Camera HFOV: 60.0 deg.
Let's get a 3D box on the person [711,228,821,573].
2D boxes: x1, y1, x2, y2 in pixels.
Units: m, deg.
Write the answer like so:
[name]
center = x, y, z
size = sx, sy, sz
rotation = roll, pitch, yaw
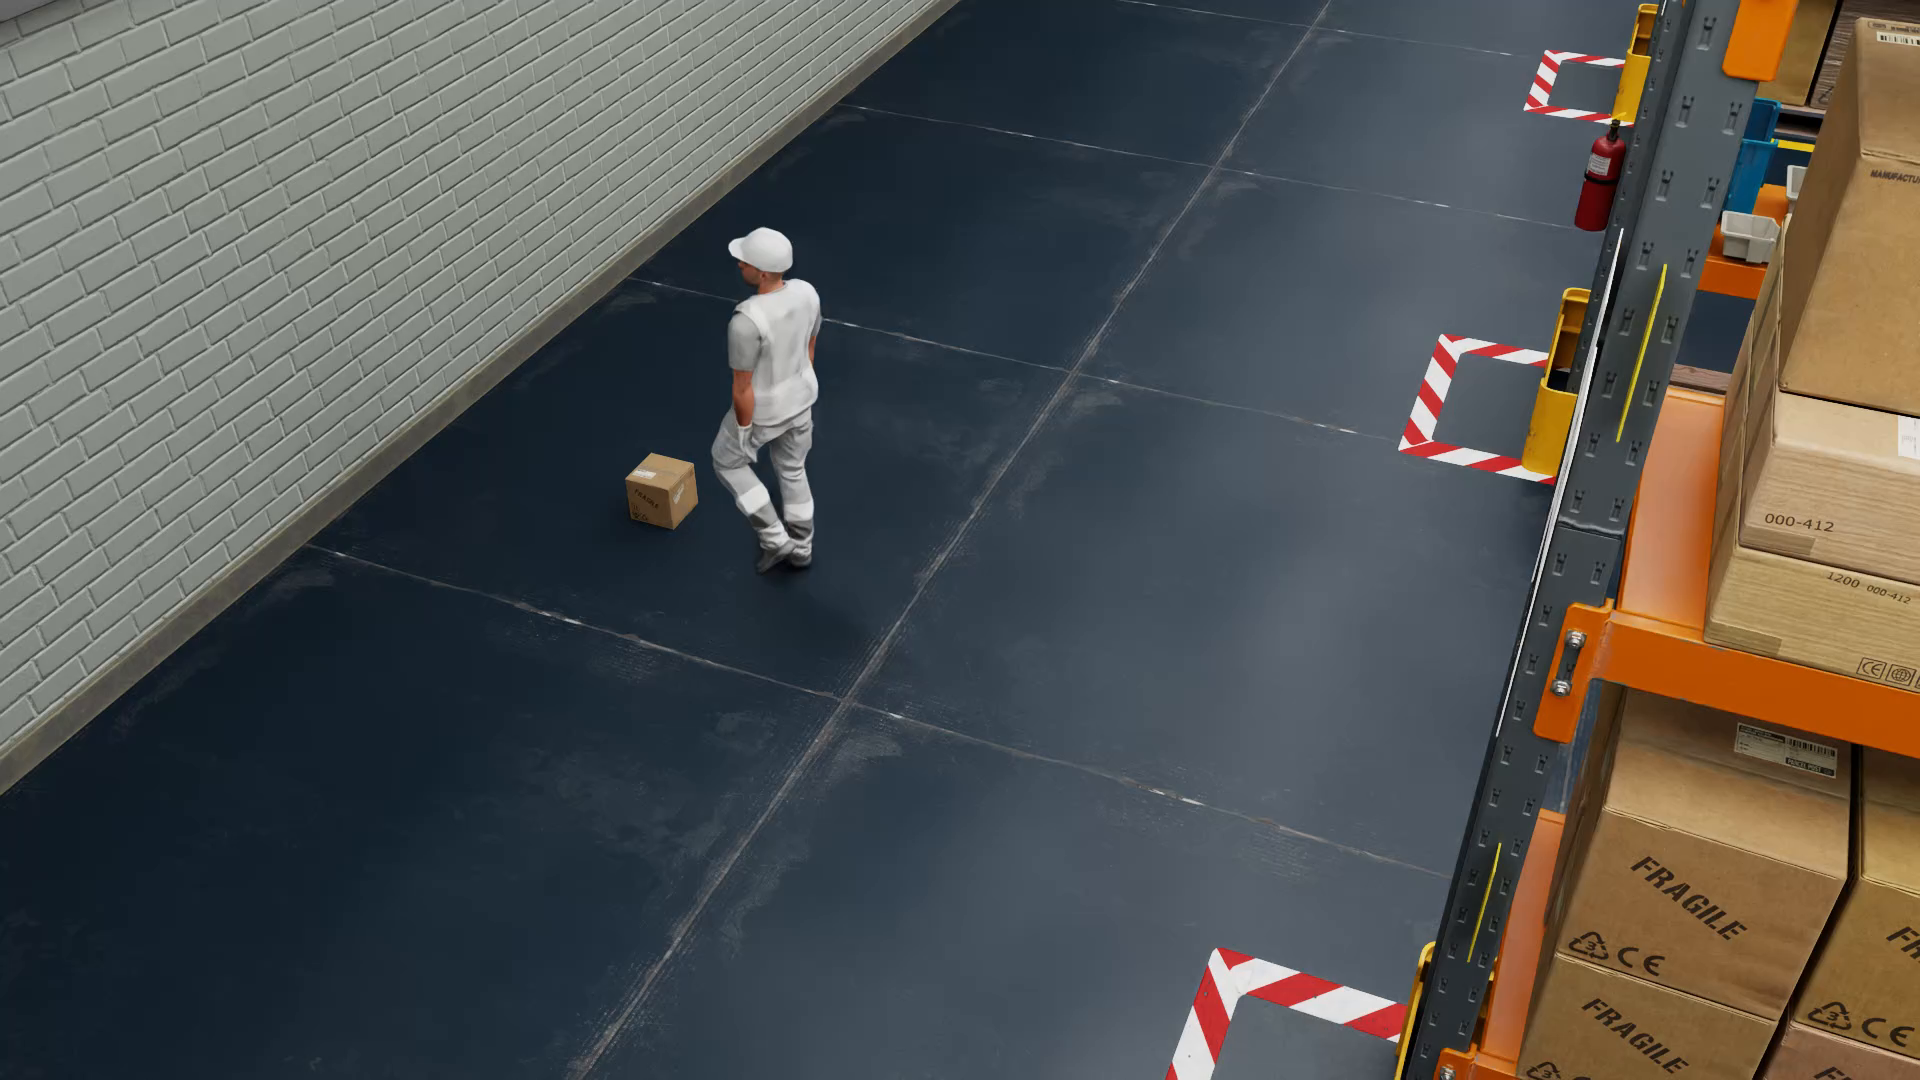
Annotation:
[person]
center = -0.882, -0.630, 7.597
size = 0.546, 1.786, 0.449
rotation = -30, 46, -33
